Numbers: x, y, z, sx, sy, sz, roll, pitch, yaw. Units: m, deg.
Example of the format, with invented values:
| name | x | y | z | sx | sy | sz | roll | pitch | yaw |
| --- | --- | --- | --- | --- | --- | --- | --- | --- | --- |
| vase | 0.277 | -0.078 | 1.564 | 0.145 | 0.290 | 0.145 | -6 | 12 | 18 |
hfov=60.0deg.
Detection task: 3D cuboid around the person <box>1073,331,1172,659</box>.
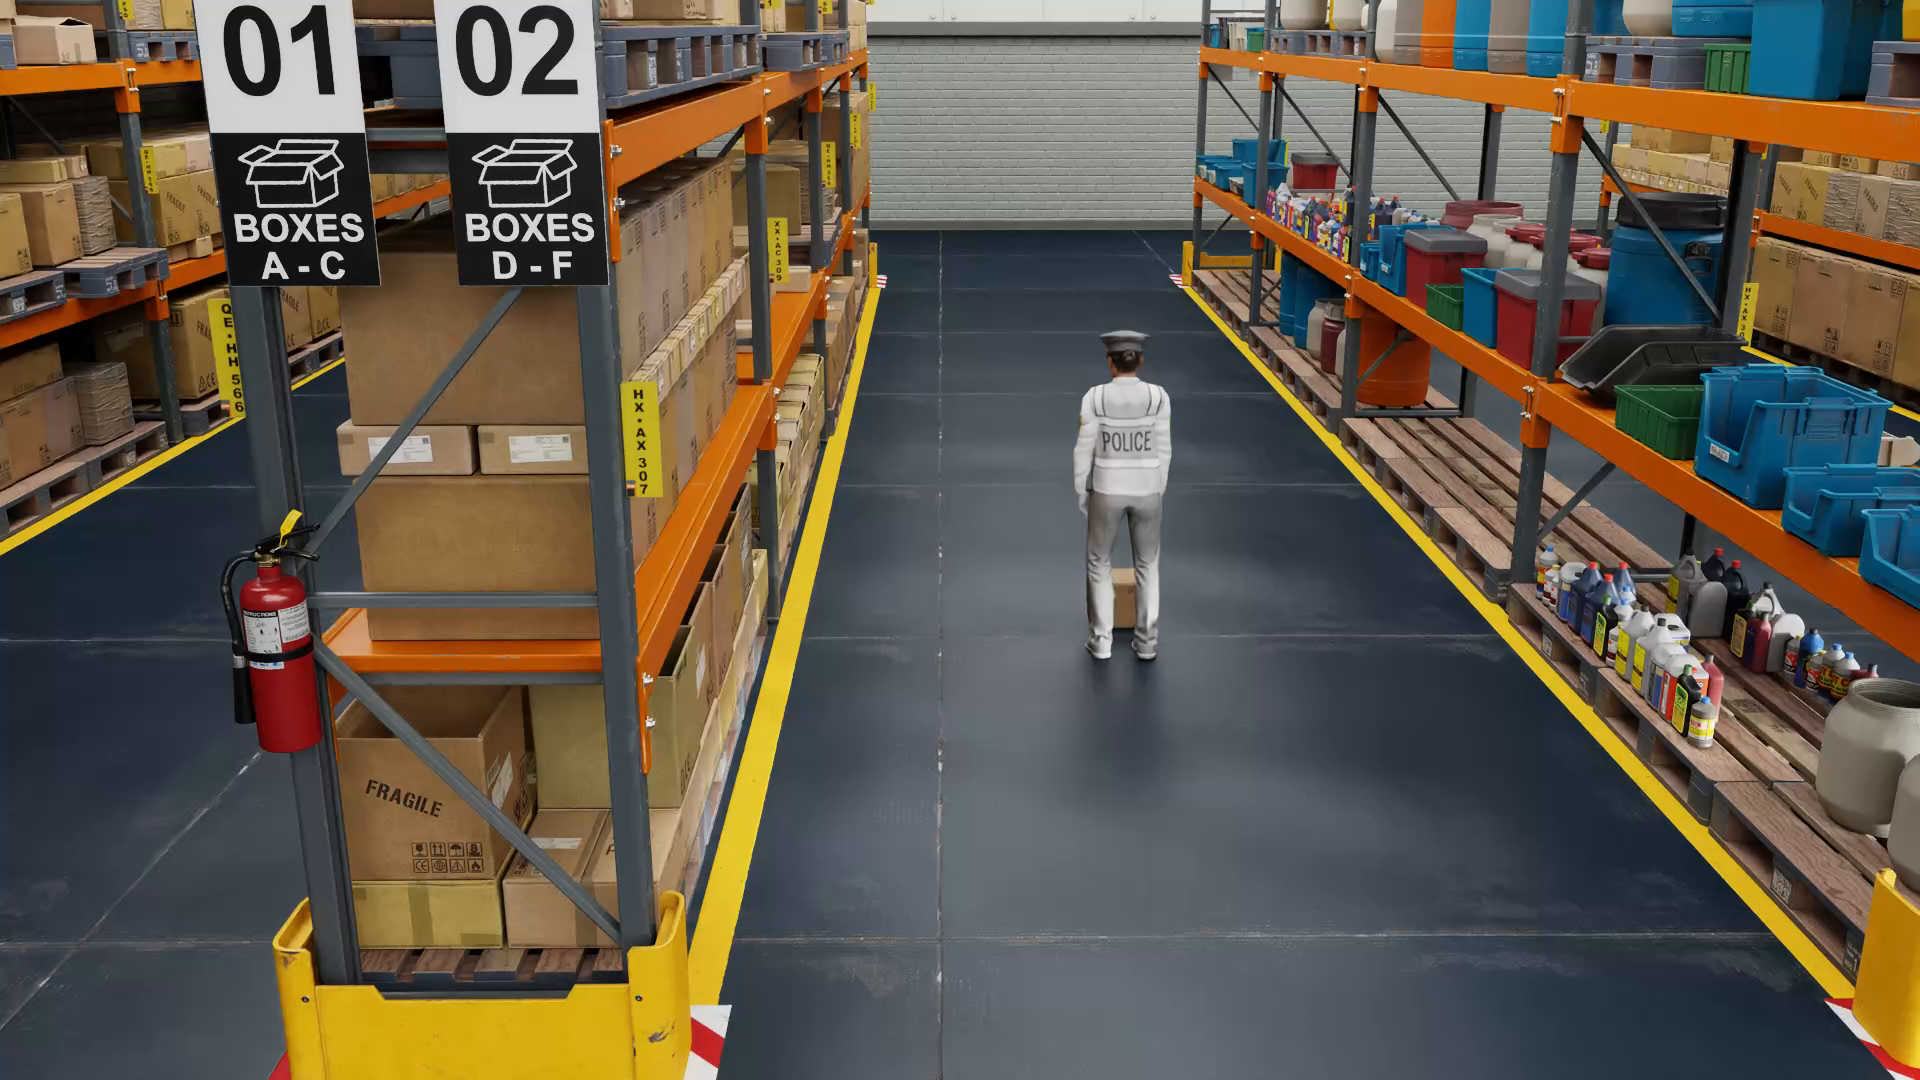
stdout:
| name | x | y | z | sx | sy | sz | roll | pitch | yaw |
| --- | --- | --- | --- | --- | --- | --- | --- | --- | --- |
| person | 0.799 | -0.213 | 8.265 | 0.482 | 1.654 | 0.366 | 0 | 17 | 0 |
